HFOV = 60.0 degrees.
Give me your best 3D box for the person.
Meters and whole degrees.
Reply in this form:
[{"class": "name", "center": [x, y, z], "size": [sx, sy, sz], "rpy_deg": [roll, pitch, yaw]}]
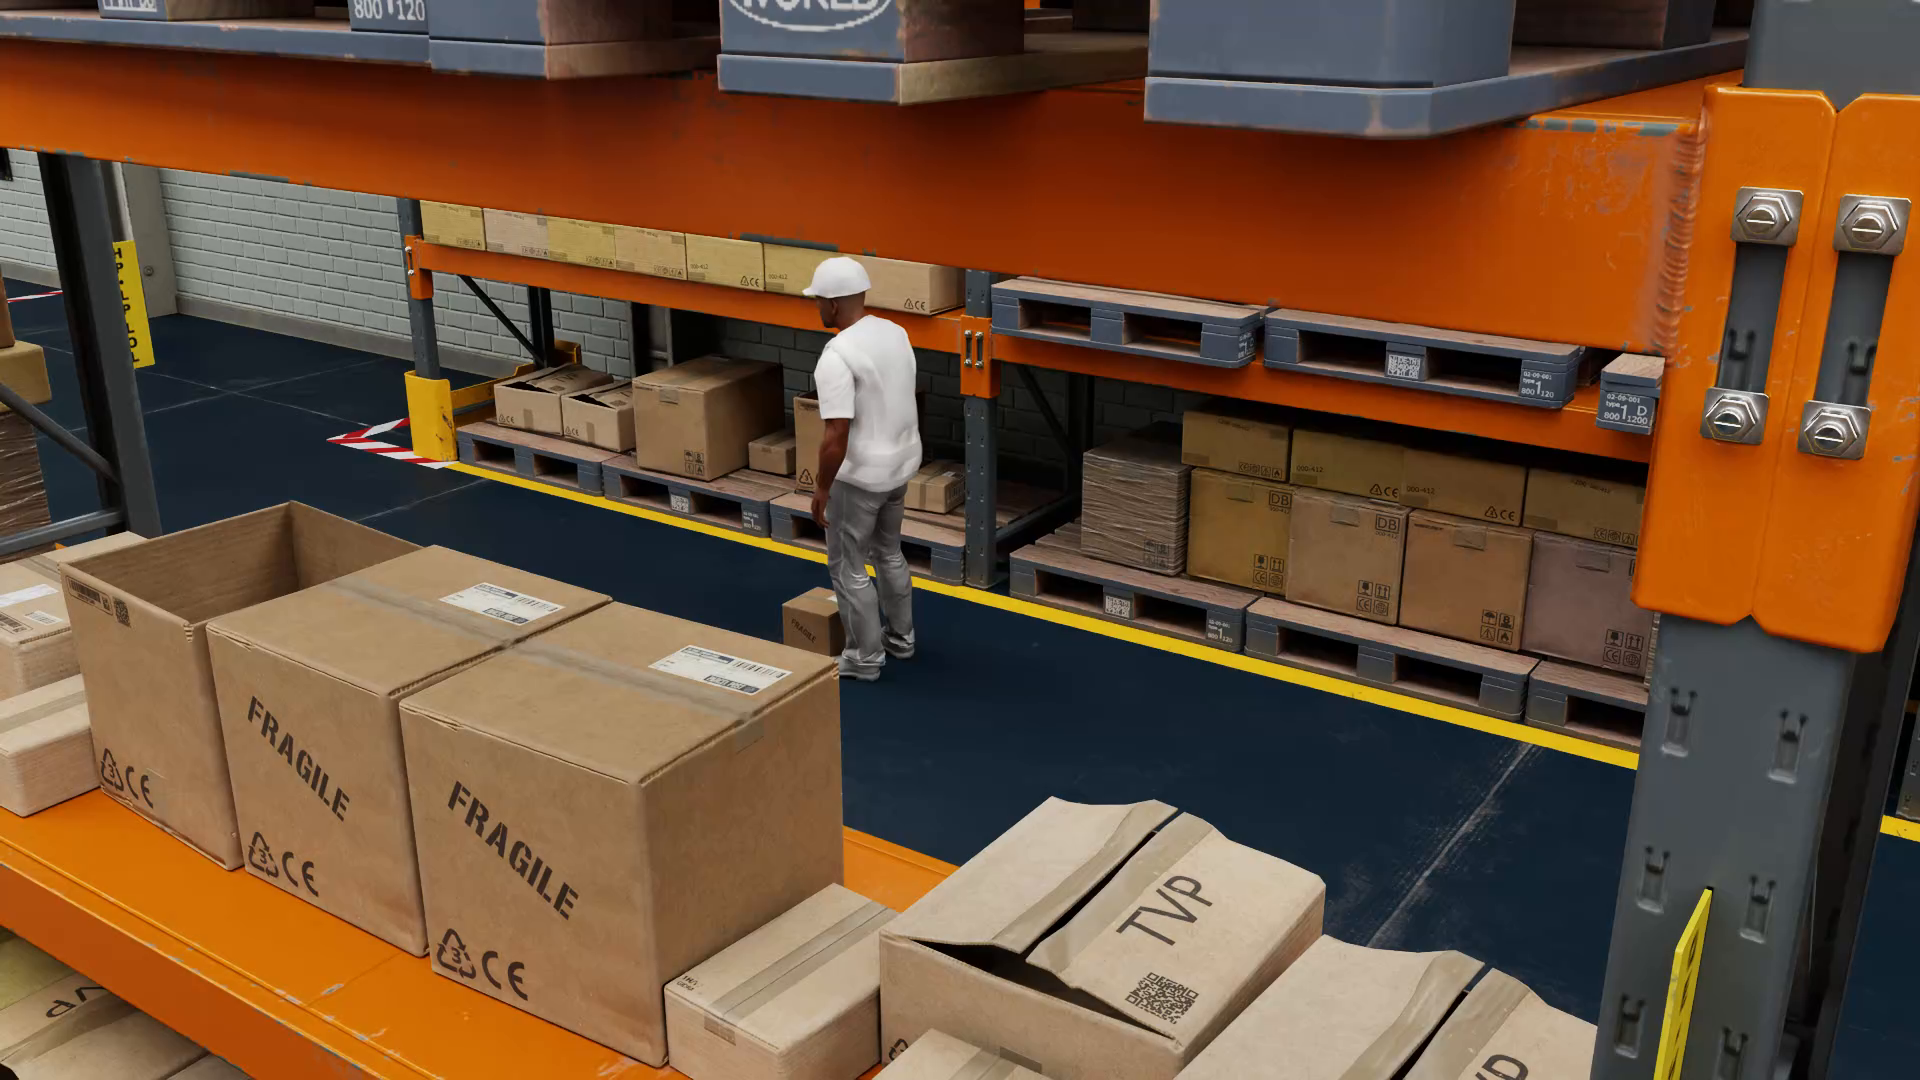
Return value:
[{"class": "person", "center": [-0.407, -0.286, 6.845], "size": [0.460, 1.760, 0.634], "rpy_deg": [11, 23, 29]}]
